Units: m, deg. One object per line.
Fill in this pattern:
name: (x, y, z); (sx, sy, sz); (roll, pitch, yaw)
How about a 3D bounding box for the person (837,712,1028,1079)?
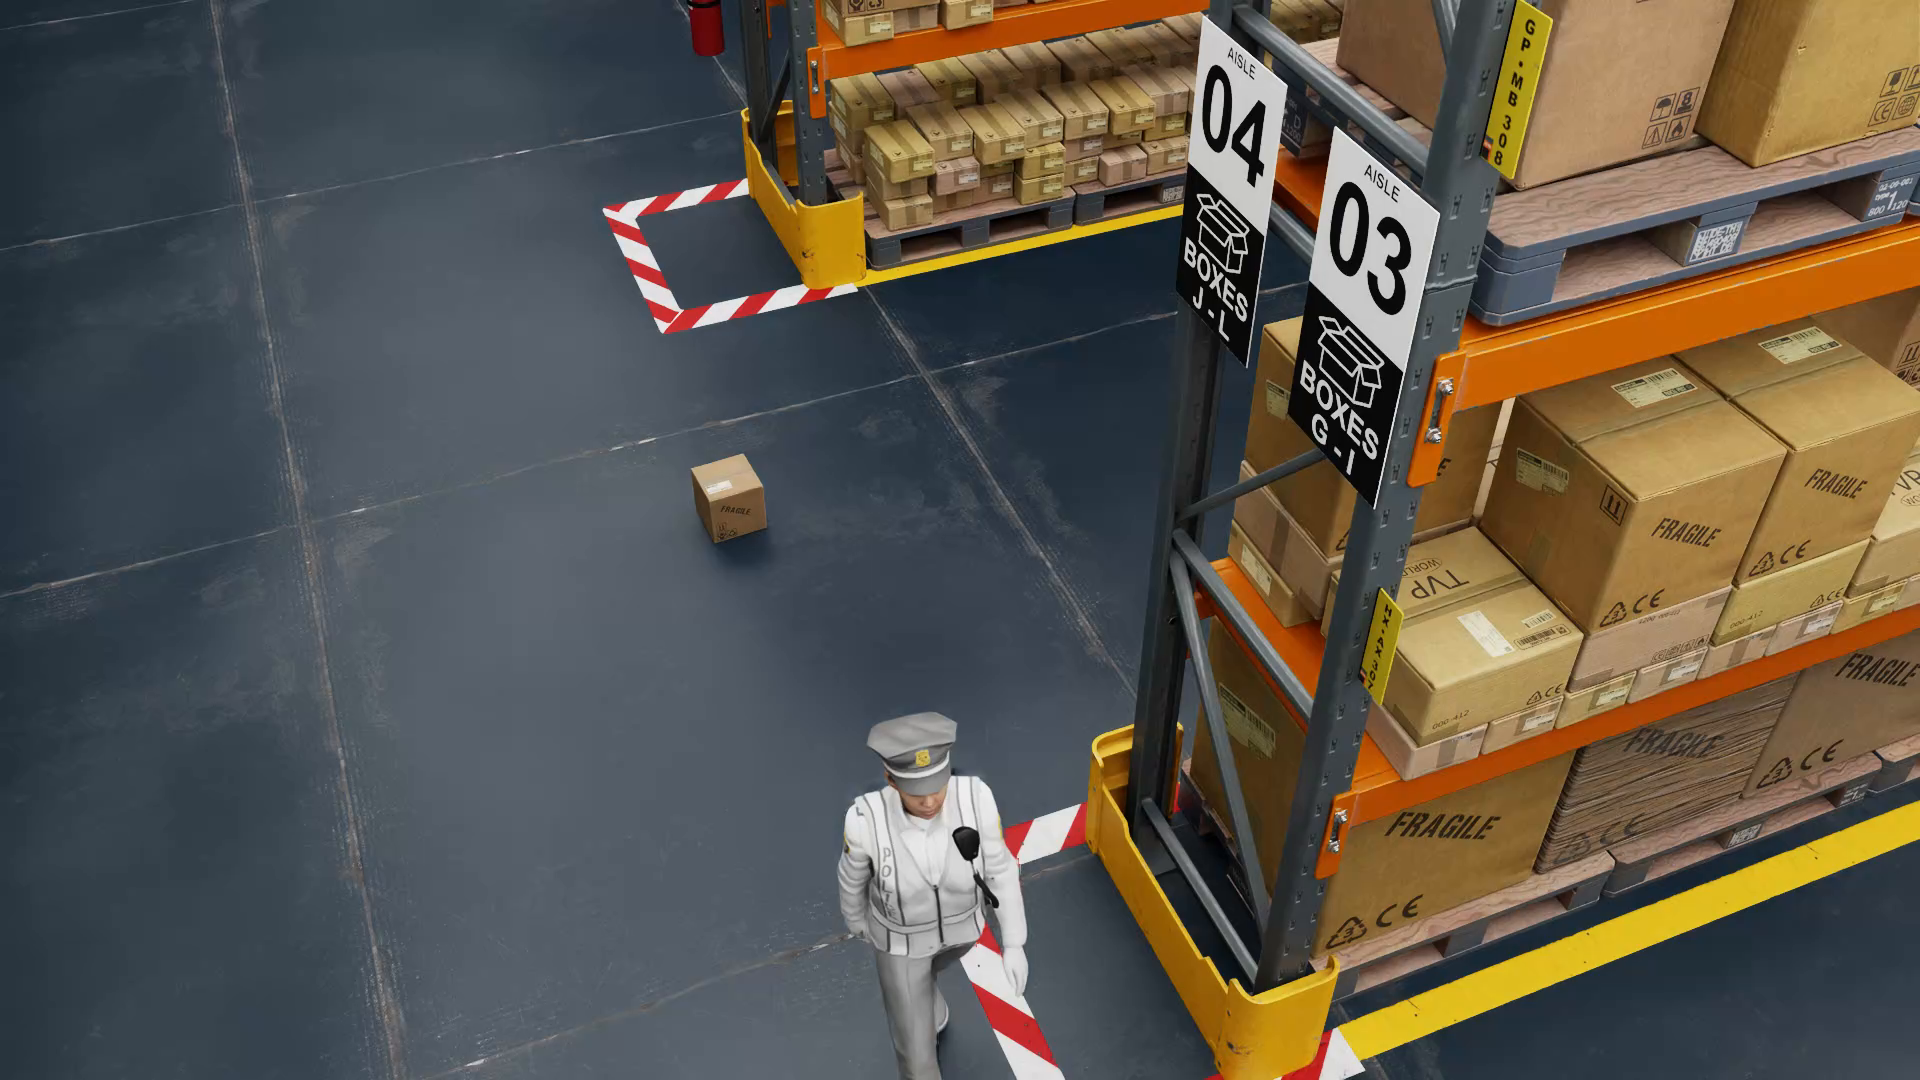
person: (-0.046, 1.171, 4.817); (0.489, 1.638, 0.955); (-14, 44, -15)
